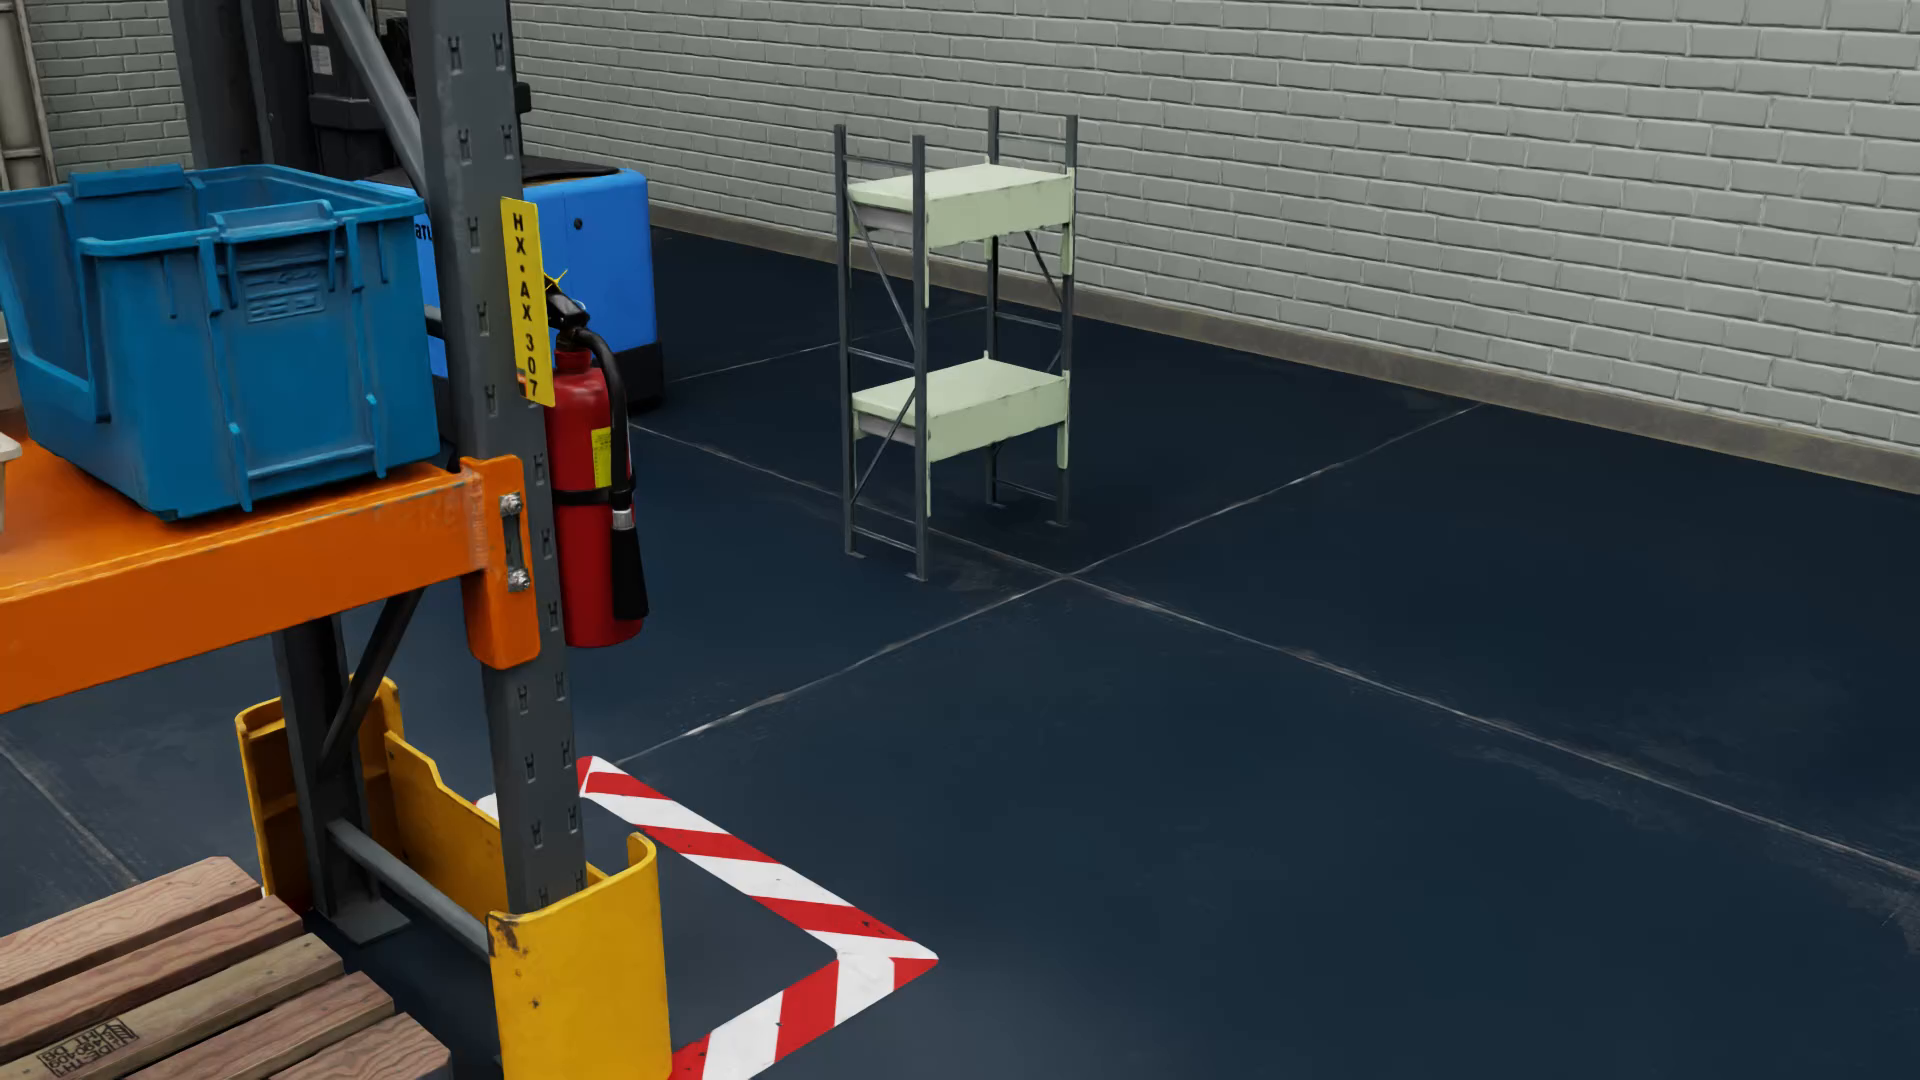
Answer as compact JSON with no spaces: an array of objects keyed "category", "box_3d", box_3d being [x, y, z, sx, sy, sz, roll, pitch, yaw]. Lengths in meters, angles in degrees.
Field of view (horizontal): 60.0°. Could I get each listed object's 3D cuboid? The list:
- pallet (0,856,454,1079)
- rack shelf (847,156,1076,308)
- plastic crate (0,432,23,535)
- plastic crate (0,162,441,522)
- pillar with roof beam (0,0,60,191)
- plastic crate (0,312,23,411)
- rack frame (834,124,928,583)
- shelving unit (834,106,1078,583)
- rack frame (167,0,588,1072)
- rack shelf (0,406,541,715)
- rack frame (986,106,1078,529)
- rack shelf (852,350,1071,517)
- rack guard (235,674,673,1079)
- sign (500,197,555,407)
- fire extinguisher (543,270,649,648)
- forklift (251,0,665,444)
[{"category":"pallet","box_3d":[-1.696,1.069,2.998,1.003,0.211,1.213,19,28,41]},{"category":"rack shelf","box_3d":[-0.005,-1.063,5.661,0.431,0.370,0.720,19,28,41]},{"category":"plastic crate","box_3d":[-1.532,-0.084,2.397,0.396,0.136,0.243,19,28,41]},{"category":"plastic crate","box_3d":[-1.193,-0.346,2.661,0.616,0.435,0.499,19,28,41]},{"category":"pillar with roof beam","box_3d":[-3.843,-5.547,7.964,9.100,9.000,0.400,19,28,41]},{"category":"plastic crate","box_3d":[-1.784,-0.297,2.949,0.250,0.136,0.298,19,28,41]},{"category":"rack frame","box_3d":[-0.260,-0.604,5.556,0.400,1.500,0.023,19,28,41]},{"category":"shelving unit","box_3d":[-0.005,-0.698,5.801,0.431,1.500,0.755,19,28,41]},{"category":"rack frame","box_3d":[-1.093,-0.434,3.024,1.000,3.000,0.127,19,28,41]},{"category":"rack shelf","box_3d":[-2.488,0.415,1.816,1.077,0.370,4.000,19,28,41]},{"category":"rack frame","box_3d":[0.251,-0.792,6.046,0.400,1.500,0.023,19,28,41]},{"category":"rack shelf","box_3d":[-0.005,-0.394,5.918,0.431,0.370,0.720,19,28,41]},{"category":"rack guard","box_3d":[-1.086,0.723,3.497,1.175,0.500,0.348,19,28,41]},{"category":"sign","box_3d":[-0.688,-0.377,2.647,0.100,0.325,0.005,19,28,41]},{"category":"fire extinguisher","box_3d":[-0.662,-0.149,2.910,0.296,0.674,0.183,19,28,41]},{"category":"forklift","box_3d":[-2.826,-2.186,7.677,3.031,2.935,1.130,16,26,36]}]
